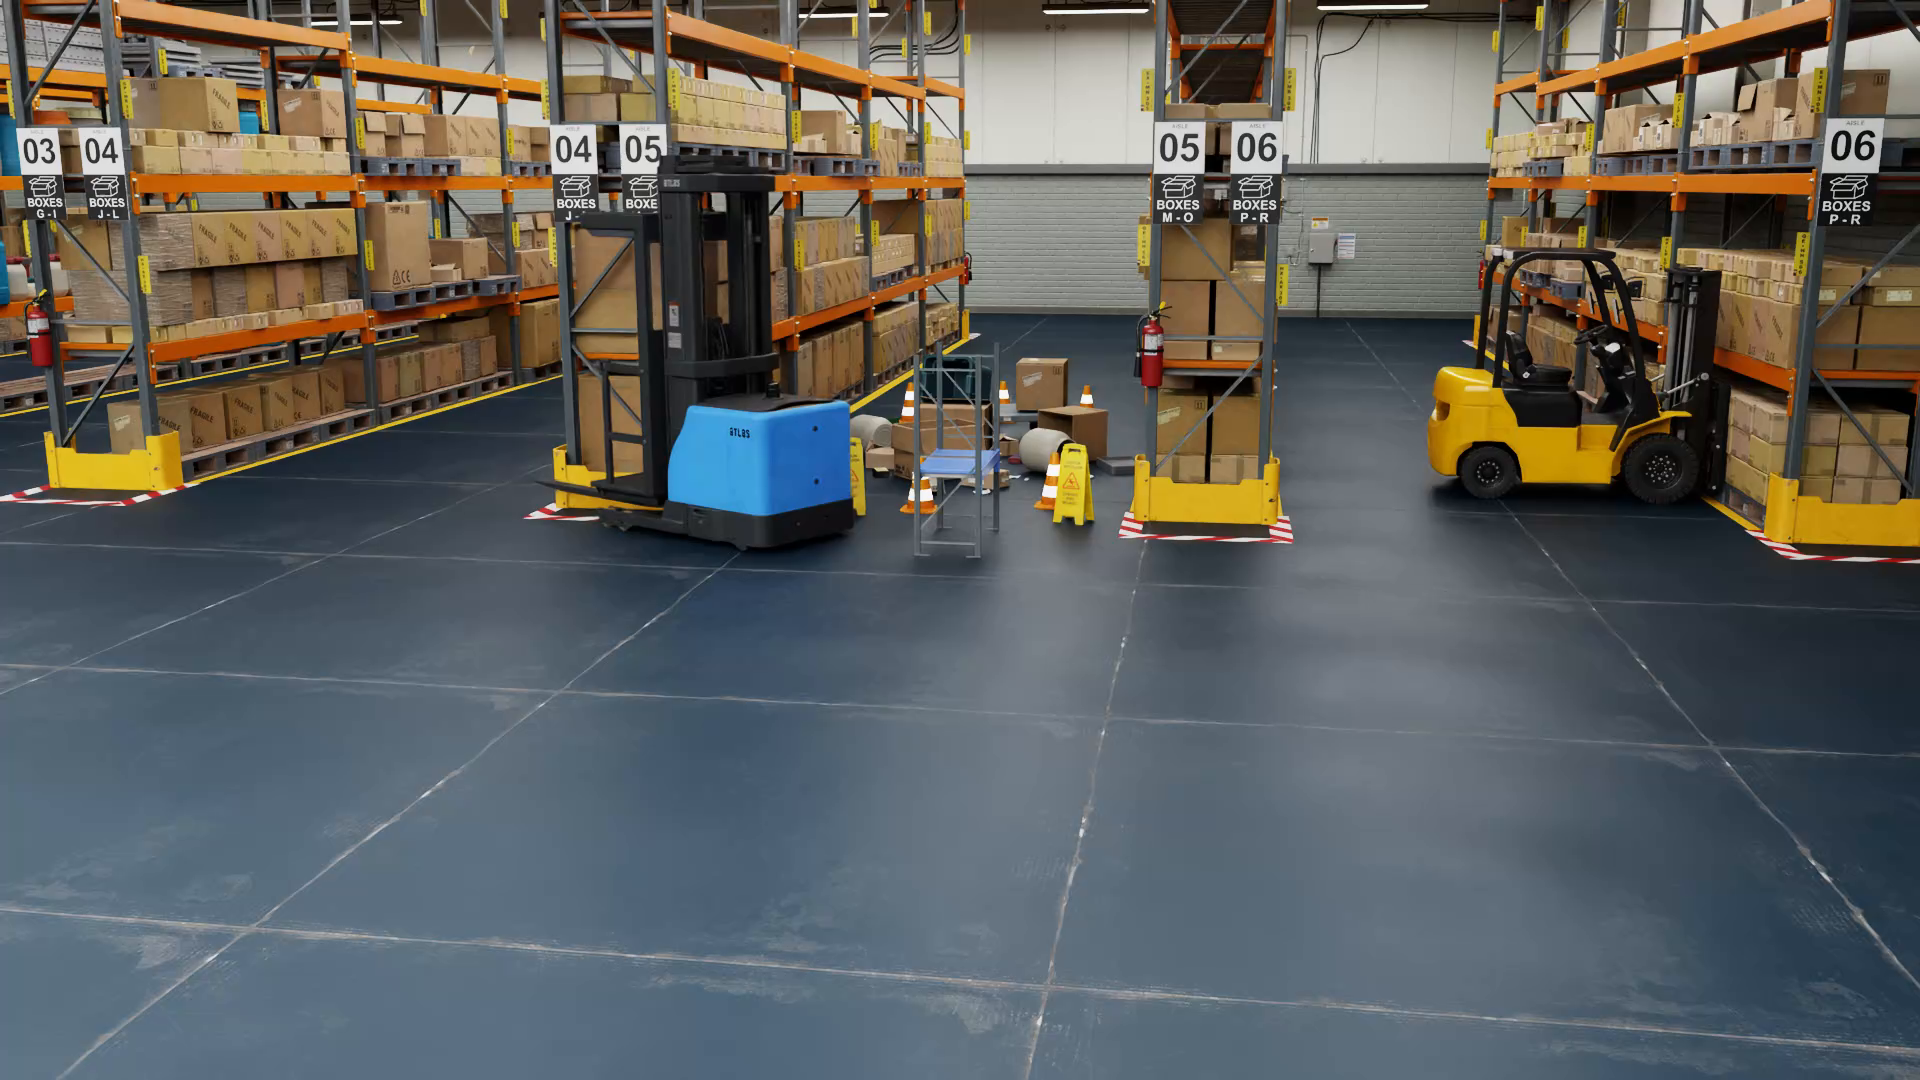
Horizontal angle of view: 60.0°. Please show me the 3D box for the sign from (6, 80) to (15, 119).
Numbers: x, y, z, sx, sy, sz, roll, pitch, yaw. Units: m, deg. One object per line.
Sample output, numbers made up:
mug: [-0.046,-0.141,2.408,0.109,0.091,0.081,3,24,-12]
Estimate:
sign: [-8.313,-3.869,14.606,0.100,0.325,0.005,2,12,9]

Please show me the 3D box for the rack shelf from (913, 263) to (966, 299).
rack shelf: [-0.729,-4.329,27.668,1.077,0.370,4.000,2,12,9]

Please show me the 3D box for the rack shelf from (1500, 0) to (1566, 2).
rack shelf: [9.083,-8.587,25.296,1.077,0.370,4.000,2,12,9]

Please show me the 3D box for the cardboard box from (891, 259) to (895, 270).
cardboard box: [-1.140,-3.931,23.713,0.380,0.149,0.250,1,12,7]

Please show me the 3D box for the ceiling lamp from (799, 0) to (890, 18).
ceiling lamp: [-2.389,-11.541,31.332,2.000,3.185,0.800,2,12,9]

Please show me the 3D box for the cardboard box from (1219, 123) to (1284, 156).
cardboard box: [2.365,-3.261,13.536,0.500,0.250,0.500,2,12,8]

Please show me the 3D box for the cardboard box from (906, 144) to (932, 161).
cardboard box: [-0.725,-5.994,25.736,0.500,0.250,0.500,2,12,11]

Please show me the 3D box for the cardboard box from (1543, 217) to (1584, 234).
cardboard box: [9.267,-4.705,25.575,0.500,0.500,0.500,2,12,7]

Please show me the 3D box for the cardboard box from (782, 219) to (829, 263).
cardboard box: [-1.962,-3.557,19.770,0.700,0.500,0.500,2,12,8]

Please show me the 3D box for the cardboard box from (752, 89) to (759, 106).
cardboard box: [-2.163,-4.289,16.124,0.380,0.149,0.250,2,12,9]

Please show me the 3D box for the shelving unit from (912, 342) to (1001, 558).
shelving unit: [-0.013,-0.715,12.753,0.538,1.500,1.048,2,12,9]

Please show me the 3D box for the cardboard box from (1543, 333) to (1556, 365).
cardboard box: [8.239,-2.532,22.559,0.500,0.500,0.500,1,12,7]

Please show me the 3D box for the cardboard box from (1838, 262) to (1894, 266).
cardboard box: [7.293,-2.150,13.367,0.380,0.149,0.250,2,12,10]

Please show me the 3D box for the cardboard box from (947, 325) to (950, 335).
cardboard box: [-0.364,-3.576,28.238,0.380,0.149,0.250,1,12,6]

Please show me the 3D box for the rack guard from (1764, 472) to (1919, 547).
rack guard: [6.926,-0.240,12.920,1.175,0.500,0.348,2,12,9]

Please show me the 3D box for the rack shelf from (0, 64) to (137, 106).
rack shelf: [-11.739,-5.743,20.938,1.077,0.370,4.000,2,12,9]

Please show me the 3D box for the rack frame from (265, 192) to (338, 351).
rack frame: [-10.816,-4.606,27.248,1.000,3.000,0.127,2,12,9]

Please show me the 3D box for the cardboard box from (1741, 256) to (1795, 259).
cardboard box: [7.007,-2.379,14.430,0.380,0.149,0.250,2,12,9]

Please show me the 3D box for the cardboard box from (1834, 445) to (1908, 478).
cardboard box: [7.207,-0.664,13.295,0.500,0.250,0.500,2,12,10]

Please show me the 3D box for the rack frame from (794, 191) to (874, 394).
rack frame: [-1.652,-3.432,21.796,1.000,3.000,0.127,2,12,9]

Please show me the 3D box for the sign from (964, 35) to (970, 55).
sign: [0.124,-8.541,28.674,0.100,0.325,0.005,2,12,9]

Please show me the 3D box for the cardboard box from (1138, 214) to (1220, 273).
cardboard box: [1.949,-2.638,14.797,0.700,0.500,0.500,2,12,8]

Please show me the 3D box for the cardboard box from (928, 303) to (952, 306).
cardboard box: [-0.348,-4.031,28.934,0.380,0.149,0.250,2,12,10]

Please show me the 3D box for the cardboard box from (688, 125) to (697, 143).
cardboard box: [-2.474,-3.478,14.254,0.380,0.149,0.250,2,12,9]

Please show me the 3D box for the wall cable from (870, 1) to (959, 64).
wall cable: [-1.031,-10.849,34.340,2.277,5.999,0.120,2,12,9]

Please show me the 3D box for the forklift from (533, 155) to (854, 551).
forklift: [-2.299,-1.583,13.381,3.031,2.935,1.130,10,16,38]

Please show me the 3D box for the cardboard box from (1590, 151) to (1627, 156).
cardboard box: [7.977,-4.802,20.444,0.380,0.149,0.250,2,12,10]

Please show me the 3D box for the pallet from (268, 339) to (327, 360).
pallet: [-10.976,-3.084,26.803,1.003,0.211,1.213,2,12,9]

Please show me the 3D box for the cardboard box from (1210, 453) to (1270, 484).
cardboard box: [2.422,-0.647,14.405,0.500,0.250,0.500,2,12,8]

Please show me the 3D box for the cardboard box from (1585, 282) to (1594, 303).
cardboard box: [7.850,-2.974,20.031,0.500,0.250,0.500,2,12,9]

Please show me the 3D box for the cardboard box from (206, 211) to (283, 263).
cardboard box: [-7.183,-3.049,16.704,0.500,0.500,0.500,2,12,9]

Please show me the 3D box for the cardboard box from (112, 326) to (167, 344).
cardboard box: [-7.488,-1.877,15.178,0.380,0.149,0.250,2,12,9]

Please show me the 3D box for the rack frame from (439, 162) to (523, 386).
rack frame: [-6.537,-3.613,22.640,1.000,3.000,0.127,2,12,9]

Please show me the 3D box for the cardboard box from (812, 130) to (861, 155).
cardboard box: [-1.516,-4.881,20.380,0.500,0.311,0.500,2,12,9]

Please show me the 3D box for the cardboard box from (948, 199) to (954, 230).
cardboard box: [-0.395,-5.463,27.904,0.500,0.500,0.500,3,12,12]

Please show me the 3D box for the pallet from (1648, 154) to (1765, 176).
pallet: [7.668,-3.856,17.101,0.805,0.209,1.217,1,12,6]

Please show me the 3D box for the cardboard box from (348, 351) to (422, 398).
cardboard box: [-6.945,-2.000,20.041,0.700,0.500,0.500,2,12,8]

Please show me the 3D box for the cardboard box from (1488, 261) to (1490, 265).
cardboard box: [9.069,-4.615,27.885,0.380,0.149,0.250,2,12,8]

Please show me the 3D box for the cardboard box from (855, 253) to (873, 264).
cardboard box: [-1.379,-3.754,22.184,0.380,0.149,0.250,2,12,11]

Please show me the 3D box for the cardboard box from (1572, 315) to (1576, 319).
cardboard box: [8.968,-3.124,23.768,0.380,0.149,0.250,2,12,9]

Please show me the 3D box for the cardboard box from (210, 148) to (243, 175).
cardboard box: [-7.285,-3.643,16.016,0.500,0.250,0.500,2,12,8]

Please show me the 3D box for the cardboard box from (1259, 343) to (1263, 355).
cardboard box: [2.427,-1.674,14.236,0.380,0.149,0.250,1,12,7]

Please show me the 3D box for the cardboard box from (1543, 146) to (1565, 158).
cardboard box: [8.182,-5.300,22.711,0.380,0.149,0.250,2,12,8]

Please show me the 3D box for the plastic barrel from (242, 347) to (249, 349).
plastic barrel: [-11.201,-3.221,25.727,0.421,0.512,0.421,0,12,0]

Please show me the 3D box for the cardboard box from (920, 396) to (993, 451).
cardboard box: [-0.071,-1.115,16.653,0.797,0.637,0.503,2,12,9]

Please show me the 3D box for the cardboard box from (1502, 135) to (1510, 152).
cardboard box: [8.914,-6.286,26.384,0.500,0.250,0.500,2,12,8]

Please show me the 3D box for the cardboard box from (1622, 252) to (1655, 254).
cardboard box: [7.729,-3.223,19.053,0.380,0.149,0.250,2,12,9]

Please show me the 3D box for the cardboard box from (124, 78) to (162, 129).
cardboard box: [-7.779,-4.184,16.037,0.500,0.500,0.500,2,12,9]

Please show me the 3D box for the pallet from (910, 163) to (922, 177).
pallet: [-1.237,-5.514,24.784,1.213,0.211,1.003,2,12,9]

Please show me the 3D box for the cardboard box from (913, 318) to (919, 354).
cardboard box: [-0.901,-3.085,25.126,0.500,0.500,0.500,2,12,8]

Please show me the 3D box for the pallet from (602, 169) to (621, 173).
pallet: [-5.786,-6.039,26.985,1.003,0.211,1.213,2,12,9]

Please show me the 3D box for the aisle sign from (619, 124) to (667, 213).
aisle sign: [-2.597,-3.013,13.681,0.394,0.787,0.004,2,12,9]

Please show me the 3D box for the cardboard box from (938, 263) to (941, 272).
cardboard box: [-0.515,-4.465,27.190,0.380,0.149,0.250,2,12,11]

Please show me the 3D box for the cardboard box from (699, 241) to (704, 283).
cardboard box: [-2.793,-2.561,14.837,0.875,0.550,0.550,2,12,9]

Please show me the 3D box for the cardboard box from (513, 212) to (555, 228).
cardboard box: [-6.209,-4.580,24.505,0.797,0.503,0.637,2,12,10]

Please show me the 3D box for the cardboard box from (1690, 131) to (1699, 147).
cardboard box: [7.176,-3.814,15.811,0.380,0.149,0.250,2,12,10]
